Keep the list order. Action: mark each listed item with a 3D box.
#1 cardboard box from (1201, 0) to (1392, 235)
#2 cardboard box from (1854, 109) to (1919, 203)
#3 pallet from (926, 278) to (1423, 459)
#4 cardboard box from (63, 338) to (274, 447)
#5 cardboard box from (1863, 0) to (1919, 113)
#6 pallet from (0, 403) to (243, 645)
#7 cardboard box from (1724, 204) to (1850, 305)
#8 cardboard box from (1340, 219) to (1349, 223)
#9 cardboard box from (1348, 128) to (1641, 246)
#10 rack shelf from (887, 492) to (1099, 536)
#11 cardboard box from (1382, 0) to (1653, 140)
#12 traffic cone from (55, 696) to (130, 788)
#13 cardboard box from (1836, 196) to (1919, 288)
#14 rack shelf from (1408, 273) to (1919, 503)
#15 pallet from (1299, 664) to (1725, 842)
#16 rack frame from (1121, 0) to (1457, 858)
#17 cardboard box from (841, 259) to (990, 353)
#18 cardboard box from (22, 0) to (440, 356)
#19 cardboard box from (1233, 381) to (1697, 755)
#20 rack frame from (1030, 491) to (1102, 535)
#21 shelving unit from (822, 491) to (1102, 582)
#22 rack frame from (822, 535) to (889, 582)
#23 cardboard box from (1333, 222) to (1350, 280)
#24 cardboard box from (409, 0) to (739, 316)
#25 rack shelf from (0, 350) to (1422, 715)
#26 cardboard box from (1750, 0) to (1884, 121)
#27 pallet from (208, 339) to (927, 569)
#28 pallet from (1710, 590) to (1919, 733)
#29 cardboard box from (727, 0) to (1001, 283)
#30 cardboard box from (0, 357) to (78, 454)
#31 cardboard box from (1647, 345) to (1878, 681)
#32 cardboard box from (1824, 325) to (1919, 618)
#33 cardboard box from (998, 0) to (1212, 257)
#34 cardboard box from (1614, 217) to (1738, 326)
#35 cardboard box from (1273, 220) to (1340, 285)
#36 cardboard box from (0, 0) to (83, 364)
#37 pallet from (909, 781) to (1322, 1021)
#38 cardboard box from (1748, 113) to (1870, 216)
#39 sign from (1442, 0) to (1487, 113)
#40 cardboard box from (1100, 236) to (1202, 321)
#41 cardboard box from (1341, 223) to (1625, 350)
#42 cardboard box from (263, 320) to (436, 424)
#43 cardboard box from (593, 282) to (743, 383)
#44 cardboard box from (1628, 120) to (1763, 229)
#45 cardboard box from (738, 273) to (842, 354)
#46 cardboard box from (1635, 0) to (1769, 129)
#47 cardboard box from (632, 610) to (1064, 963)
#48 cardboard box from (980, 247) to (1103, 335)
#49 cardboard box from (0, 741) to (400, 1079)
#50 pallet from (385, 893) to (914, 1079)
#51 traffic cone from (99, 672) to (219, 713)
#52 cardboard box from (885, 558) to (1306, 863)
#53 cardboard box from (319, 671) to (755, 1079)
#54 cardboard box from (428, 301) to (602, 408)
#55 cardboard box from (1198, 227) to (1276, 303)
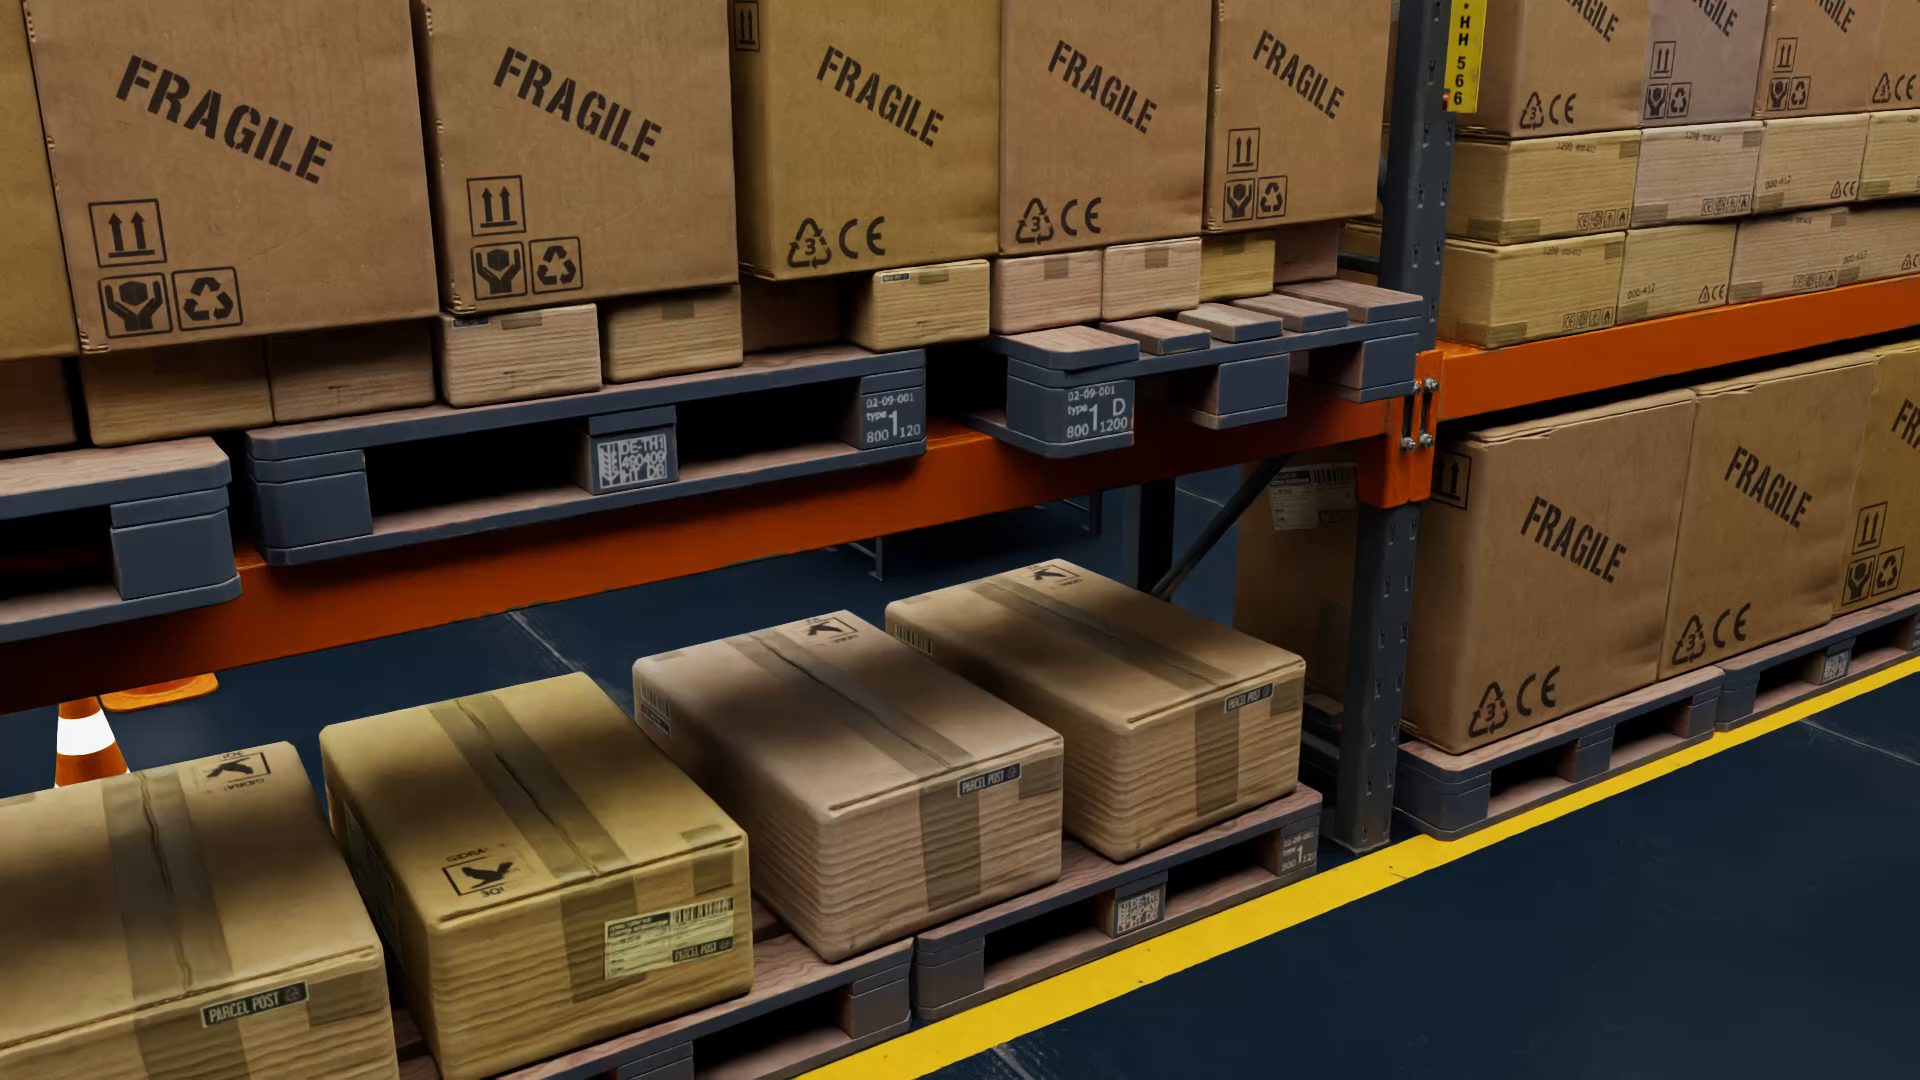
[{"bbox_3d":[0.577,-0.974,3.665,0.500,0.500,0.500,-13,22,-33],"label":"cardboard box"},{"bbox_3d":[2.649,-1.191,5.038,0.500,0.250,0.500,-11,22,-30],"label":"cardboard box"},{"bbox_3d":[0.267,-0.496,3.828,1.003,0.211,1.213,-12,22,-31],"label":"pallet"},{"bbox_3d":[-1.256,-0.275,2.612,0.250,0.149,0.380,-12,22,-31],"label":"cardboard box"},{"bbox_3d":[2.623,-1.548,4.924,0.500,0.500,0.500,-12,22,-31],"label":"cardboard box"},{"bbox_3d":[-1.819,-0.041,2.483,1.213,0.211,1.003,-12,22,-31],"label":"pallet"},{"bbox_3d":[2.211,-0.875,4.883,0.500,0.250,0.500,-11,22,-30],"label":"cardboard box"},{"bbox_3d":[1.068,-1.060,4.650,0.500,0.250,0.500,-12,22,-32],"label":"cardboard box"},{"bbox_3d":[1.362,-0.930,4.266,0.500,0.250,0.500,-12,22,-32],"label":"cardboard box"},{"bbox_3d":[0.006,-0.302,6.646,1.000,0.278,0.538,-12,22,-31],"label":"rack shelf"},{"bbox_3d":[1.350,-1.284,4.140,0.500,0.500,0.500,-13,22,-33],"label":"cardboard box"},{"bbox_3d":[-2.272,0.572,4.329,0.334,0.463,0.336,-12,22,-31],"label":"traffic cone"},{"bbox_3d":[2.621,-0.963,5.143,0.500,0.250,0.500,-12,22,-31],"label":"cardboard box"},{"bbox_3d":[2.474,-0.753,5.410,4.000,0.370,1.077,-12,22,-31],"label":"rack shelf"},{"bbox_3d":[1.503,0.461,5.051,1.213,0.211,1.003,-12,22,-31],"label":"pallet"},{"bbox_3d":[0.803,-0.741,4.253,0.127,3.000,1.000,-12,22,-31],"label":"rack frame"},{"bbox_3d":[-0.148,-0.483,3.226,0.250,0.149,0.380,-11,22,-30],"label":"cardboard box"},{"bbox_3d":[-1.150,-0.601,2.564,0.500,0.500,0.500,-12,22,-32],"label":"cardboard box"},{"bbox_3d":[1.426,-0.033,4.820,0.875,0.875,0.875,-12,22,-32],"label":"cardboard box"},{"bbox_3d":[0.430,-0.624,6.833,0.032,1.125,0.500,-12,22,-31],"label":"rack frame"},{"bbox_3d":[0.006,-0.534,6.568,1.048,1.125,0.538,-12,22,-31],"label":"shelving unit"},{"bbox_3d":[-0.419,-0.445,6.303,0.032,1.125,0.500,-12,22,-31],"label":"rack frame"},{"bbox_3d":[1.083,-0.829,4.746,0.500,0.250,0.500,-13,23,-33],"label":"cardboard box"},{"bbox_3d":[-0.726,-0.695,2.840,0.500,0.500,0.500,-13,23,-34],"label":"cardboard box"},{"bbox_3d":[-0.867,-0.048,3.326,4.000,0.370,1.077,-12,22,-31],"label":"rack shelf"},{"bbox_3d":[2.199,-1.460,4.664,0.500,0.500,0.500,-11,22,-30],"label":"cardboard box"},{"bbox_3d":[-0.827,-0.291,3.220,1.213,0.211,1.003,-12,22,-31],"label":"pallet"},{"bbox_3d":[2.521,0.248,5.683,1.213,0.211,1.003,-12,22,-31],"label":"pallet"},{"bbox_3d":[-0.270,-0.791,3.123,0.500,0.500,0.500,-14,23,-35],"label":"cardboard box"},{"bbox_3d":[-1.494,-0.241,2.511,0.250,0.149,0.380,-10,21,-28],"label":"cardboard box"},{"bbox_3d":[2.173,-0.189,5.282,0.875,0.875,0.875,-12,22,-31],"label":"cardboard box"},{"bbox_3d":[2.920,-0.346,5.747,0.875,0.875,0.875,-11,22,-30],"label":"cardboard box"},{"bbox_3d":[0.151,-0.880,3.387,0.500,0.500,0.500,-12,22,-32],"label":"cardboard box"},{"bbox_3d":[1.770,-0.784,4.615,0.500,0.250,0.500,-13,22,-33],"label":"cardboard box"},{"bbox_3d":[0.659,-0.700,3.869,0.250,0.149,0.380,-11,22,-29],"label":"cardboard box"},{"bbox_3d":[-1.570,-0.518,2.317,0.500,0.500,0.500,-12,22,-31],"label":"cardboard box"},{"bbox_3d":[0.150,0.717,4.294,1.213,0.211,1.003,-12,22,-31],"label":"pallet"},{"bbox_3d":[2.218,-1.105,4.784,0.500,0.250,0.500,-12,22,-32],"label":"cardboard box"},{"bbox_3d":[1.110,-1.109,3.656,0.005,0.325,0.100,-12,22,-31],"label":"sign"},{"bbox_3d":[0.289,-0.577,3.506,0.250,0.149,0.380,-12,22,-32],"label":"cardboard box"},{"bbox_3d":[1.351,-0.689,4.333,0.500,0.250,0.500,-12,22,-32],"label":"cardboard box"},{"bbox_3d":[-1.049,-0.318,2.740,0.250,0.149,0.380,-12,22,-31],"label":"cardboard box"},{"bbox_3d":[-0.591,-0.406,2.999,0.250,0.149,0.380,-13,22,-33],"label":"cardboard box"},{"bbox_3d":[1.795,-1.021,4.534,0.500,0.250,0.500,-11,22,-30],"label":"cardboard box"},{"bbox_3d":[-0.427,-0.472,3.195,0.250,0.149,0.380,-12,22,-31],"label":"cardboard box"},{"bbox_3d":[1.759,-1.373,4.407,0.500,0.500,0.500,-12,22,-31],"label":"cardboard box"},{"bbox_3d":[-0.286,0.534,3.929,0.625,0.372,0.950,-12,22,-32],"label":"cardboard box"},{"bbox_3d":[0.075,-0.535,3.381,0.250,0.149,0.380,-13,23,-34],"label":"cardboard box"},{"bbox_3d":[-1.502,0.789,3.175,0.625,0.372,0.950,-10,21,-28],"label":"cardboard box"},{"bbox_3d":[-0.868,0.931,3.662,1.213,0.211,1.003,-12,22,-31],"label":"pallet"},{"bbox_3d":[-2.579,0.254,5.271,0.334,0.463,0.336,-12,22,-31],"label":"traffic cone"},{"bbox_3d":[0.326,0.402,4.320,0.625,0.372,0.950,-14,23,-35],"label":"cardboard box"},{"bbox_3d":[-0.922,0.666,3.539,0.625,0.372,0.950,-11,22,-30],"label":"cardboard box"},{"bbox_3d":[-0.798,-0.351,2.837,0.250,0.149,0.380,-11,22,-29],"label":"cardboard box"},{"bbox_3d":[0.475,-0.634,3.672,0.250,0.149,0.380,-12,22,-31],"label":"cardboard box"}]
